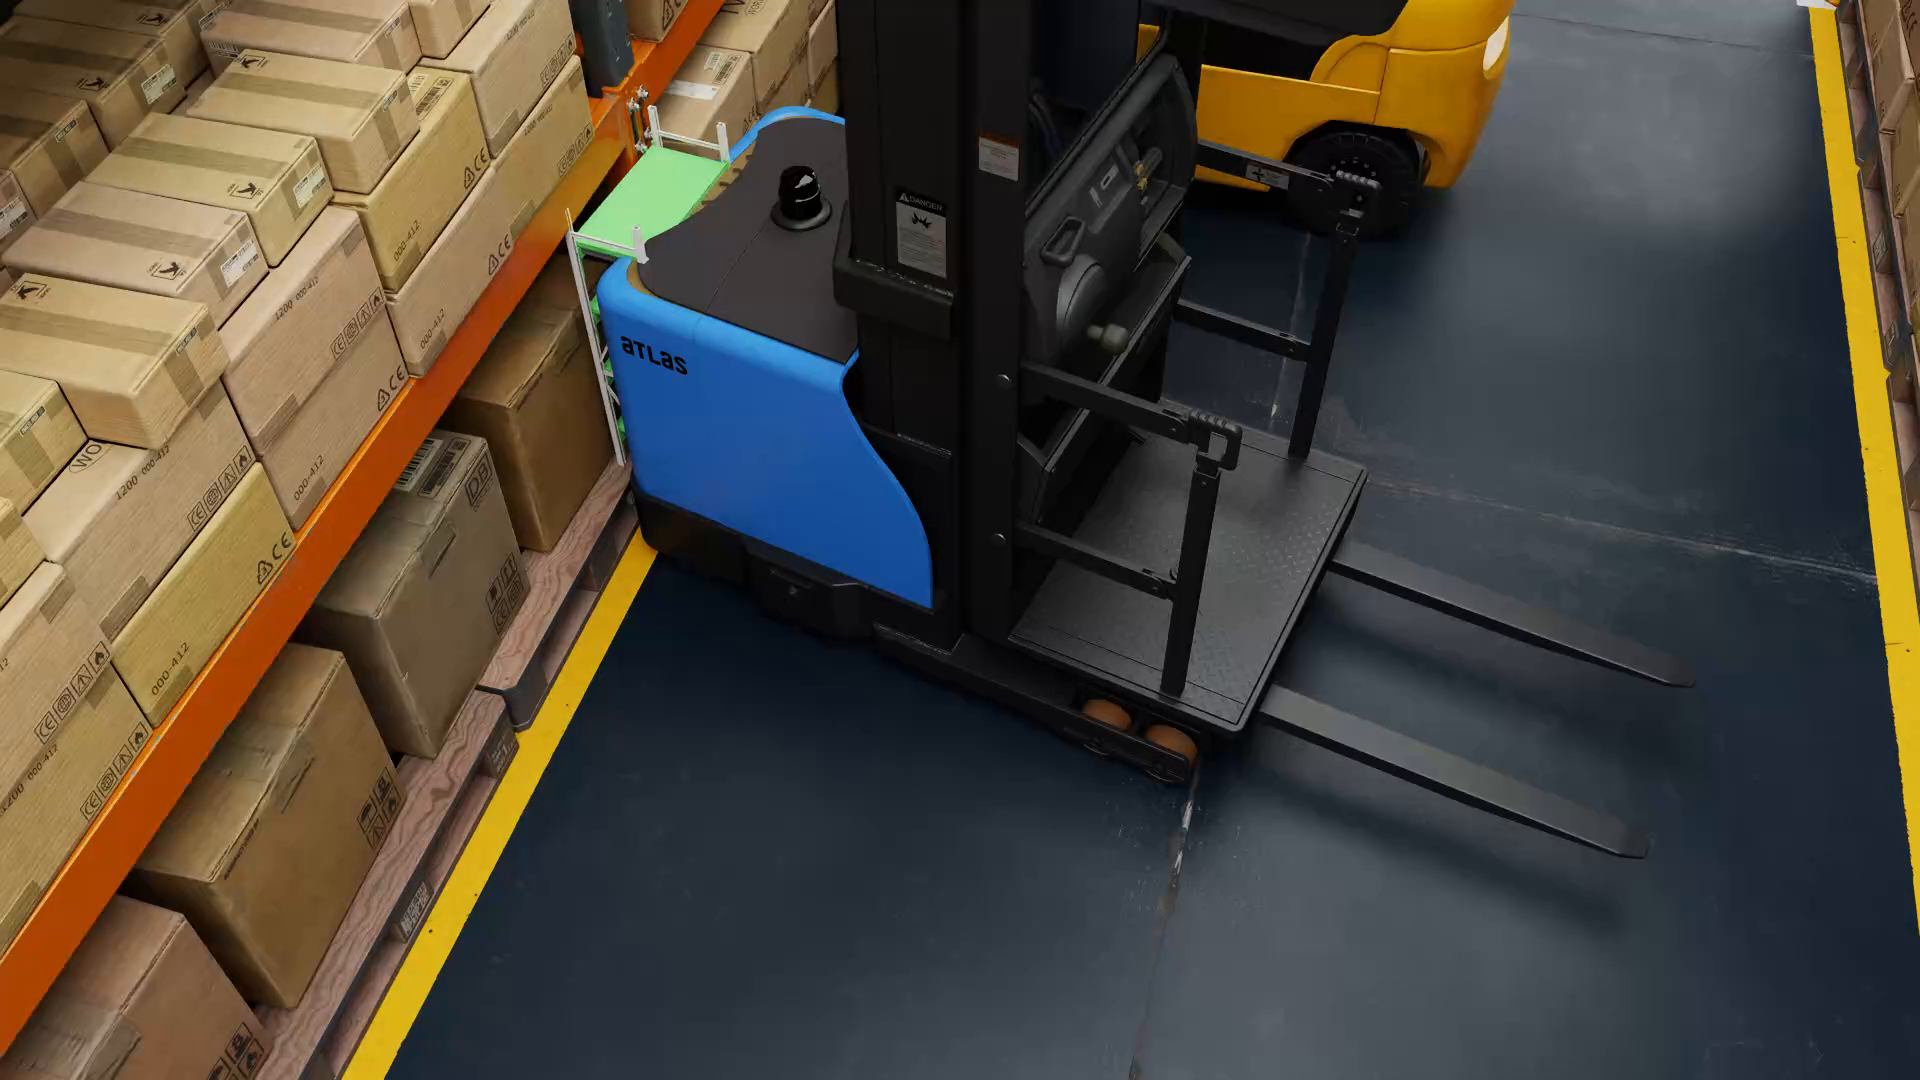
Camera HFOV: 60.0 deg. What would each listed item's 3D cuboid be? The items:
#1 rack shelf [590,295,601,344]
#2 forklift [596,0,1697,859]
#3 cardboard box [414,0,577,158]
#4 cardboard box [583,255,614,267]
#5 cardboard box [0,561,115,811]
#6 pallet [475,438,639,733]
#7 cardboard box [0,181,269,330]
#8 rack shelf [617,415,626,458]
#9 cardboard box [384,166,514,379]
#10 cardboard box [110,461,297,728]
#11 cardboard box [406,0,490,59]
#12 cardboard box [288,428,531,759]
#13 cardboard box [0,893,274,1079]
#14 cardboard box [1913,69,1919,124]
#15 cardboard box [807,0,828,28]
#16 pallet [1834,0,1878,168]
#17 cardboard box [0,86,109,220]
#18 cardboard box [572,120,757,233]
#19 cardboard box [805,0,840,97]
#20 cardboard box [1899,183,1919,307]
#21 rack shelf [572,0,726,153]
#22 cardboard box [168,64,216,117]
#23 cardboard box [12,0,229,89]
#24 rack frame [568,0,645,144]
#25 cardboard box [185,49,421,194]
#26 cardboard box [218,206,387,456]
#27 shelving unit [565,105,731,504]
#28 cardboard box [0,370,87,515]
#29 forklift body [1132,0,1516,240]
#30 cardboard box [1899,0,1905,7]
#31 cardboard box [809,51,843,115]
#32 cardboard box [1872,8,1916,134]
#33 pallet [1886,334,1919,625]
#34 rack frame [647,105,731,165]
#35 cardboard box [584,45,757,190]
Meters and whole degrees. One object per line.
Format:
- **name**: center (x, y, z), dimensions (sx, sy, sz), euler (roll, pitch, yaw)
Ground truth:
- **rack shelf**: center (-0.862, -0.749, 4.869), dimensions (0.258, 0.148, 0.480), euler (17, 52, 14)
- **forklift**: center (0.555, -0.754, 3.961), dimensions (3.031, 2.935, 1.130), euler (21, 52, 18)
- **cardboard box**: center (-1.291, -1.219, 4.092), dimensions (0.500, 0.250, 0.500), euler (11, 49, 9)
- **cardboard box**: center (-0.962, -1.023, 5.706), dimensions (0.500, 0.250, 0.500), euler (12, 50, 10)
- **cardboard box**: center (-1.821, 0.259, 2.788), dimensions (0.500, 0.250, 0.500), euler (10, 49, 9)
- **pallet**: center (-1.565, -0.046, 5.150), dimensions (1.003, 0.211, 1.213), euler (12, 50, 10)
- **cardboard box**: center (-1.592, -0.536, 3.223), dimensions (0.380, 0.149, 0.250), euler (12, 50, 10)
- **rack shelf**: center (-0.860, -0.438, 5.234), dimensions (0.258, 0.148, 0.480), euler (17, 52, 14)
- **cardboard box**: center (-1.416, -0.679, 3.948), dimensions (0.500, 0.250, 0.500), euler (11, 50, 10)
- **cardboard box**: center (-1.705, 0.049, 3.306), dimensions (0.500, 0.250, 0.500), euler (13, 50, 11)
- **cardboard box**: center (-1.335, -1.276, 3.876), dimensions (0.380, 0.149, 0.250), euler (11, 49, 9)
- **cardboard box**: center (-1.747, 0.077, 4.485), dimensions (0.875, 0.625, 0.625), euler (11, 50, 10)
- **cardboard box**: center (-2.120, 1.108, 3.575), dimensions (0.875, 0.625, 0.625), euler (13, 50, 11)
- **cardboard box**: center (3.676, -1.616, 5.730), dimensions (0.500, 0.500, 0.500), euler (12, 50, 11)
- **cardboard box**: center (-0.715, -2.087, 5.978), dimensions (0.500, 0.250, 0.500), euler (13, 50, 11)
- **pallet**: center (4.166, -1.867, 6.757), dimensions (1.003, 0.211, 1.213), euler (12, 50, 10)
- **cardboard box**: center (-2.033, -0.817, 3.471), dimensions (0.380, 0.149, 0.250), euler (12, 50, 10)
- **cardboard box**: center (-0.984, -1.193, 5.522), dimensions (0.500, 0.250, 0.500), euler (11, 50, 10)
- **cardboard box**: center (-0.710, -1.919, 6.163), dimensions (0.500, 0.250, 0.500), euler (11, 50, 10)
- **cardboard box**: center (3.546, -0.996, 5.682), dimensions (0.500, 0.250, 0.500), euler (12, 50, 11)
- **rack shelf**: center (-0.882, -2.718, 6.128), dimensions (1.077, 0.370, 4.000), euler (12, 50, 10)
- **cardboard box**: center (-1.932, -0.947, 3.852), dimensions (0.500, 0.250, 0.500), euler (11, 50, 10)
- **cardboard box**: center (-1.896, -1.181, 3.792), dimensions (0.380, 0.149, 0.250), euler (11, 50, 10)
- **rack frame**: center (-1.409, -1.509, 4.581), dimensions (1.000, 3.000, 0.127), euler (12, 50, 10)
- **cardboard box**: center (-1.391, -0.893, 3.538), dimensions (0.380, 0.149, 0.250), euler (10, 49, 9)
- **cardboard box**: center (-1.560, -0.477, 3.437), dimensions (0.500, 0.250, 0.500), euler (12, 50, 11)
- **shelving unit**: center (-0.862, -0.635, 5.003), dimensions (0.258, 1.200, 0.503), euler (17, 52, 14)
- **cardboard box**: center (-1.789, -0.179, 2.908), dimensions (0.380, 0.149, 0.250), euler (12, 50, 10)
- **forklift body**: center (0.905, -2.390, 5.925), dimensions (2.313, 2.155, 1.214), euler (12, 50, 10)
- **cardboard box**: center (3.949, -2.357, 6.383), dimensions (0.500, 0.500, 0.500), euler (10, 49, 9)
- **cardboard box**: center (-0.723, -1.768, 6.364), dimensions (0.500, 0.250, 0.500), euler (12, 50, 11)
- **cardboard box**: center (3.813, -1.758, 6.355), dimensions (0.500, 0.250, 0.500), euler (13, 50, 11)
- **pallet**: center (3.524, -0.102, 5.200), dimensions (1.003, 0.211, 1.213), euler (12, 50, 10)
- **rack frame**: center (-0.771, -0.807, 5.150), dimensions (0.240, 1.200, 0.015), euler (17, 52, 14)
- **cardboard box**: center (-0.979, -1.357, 5.334), dimensions (0.500, 0.250, 0.500), euler (11, 49, 9)
